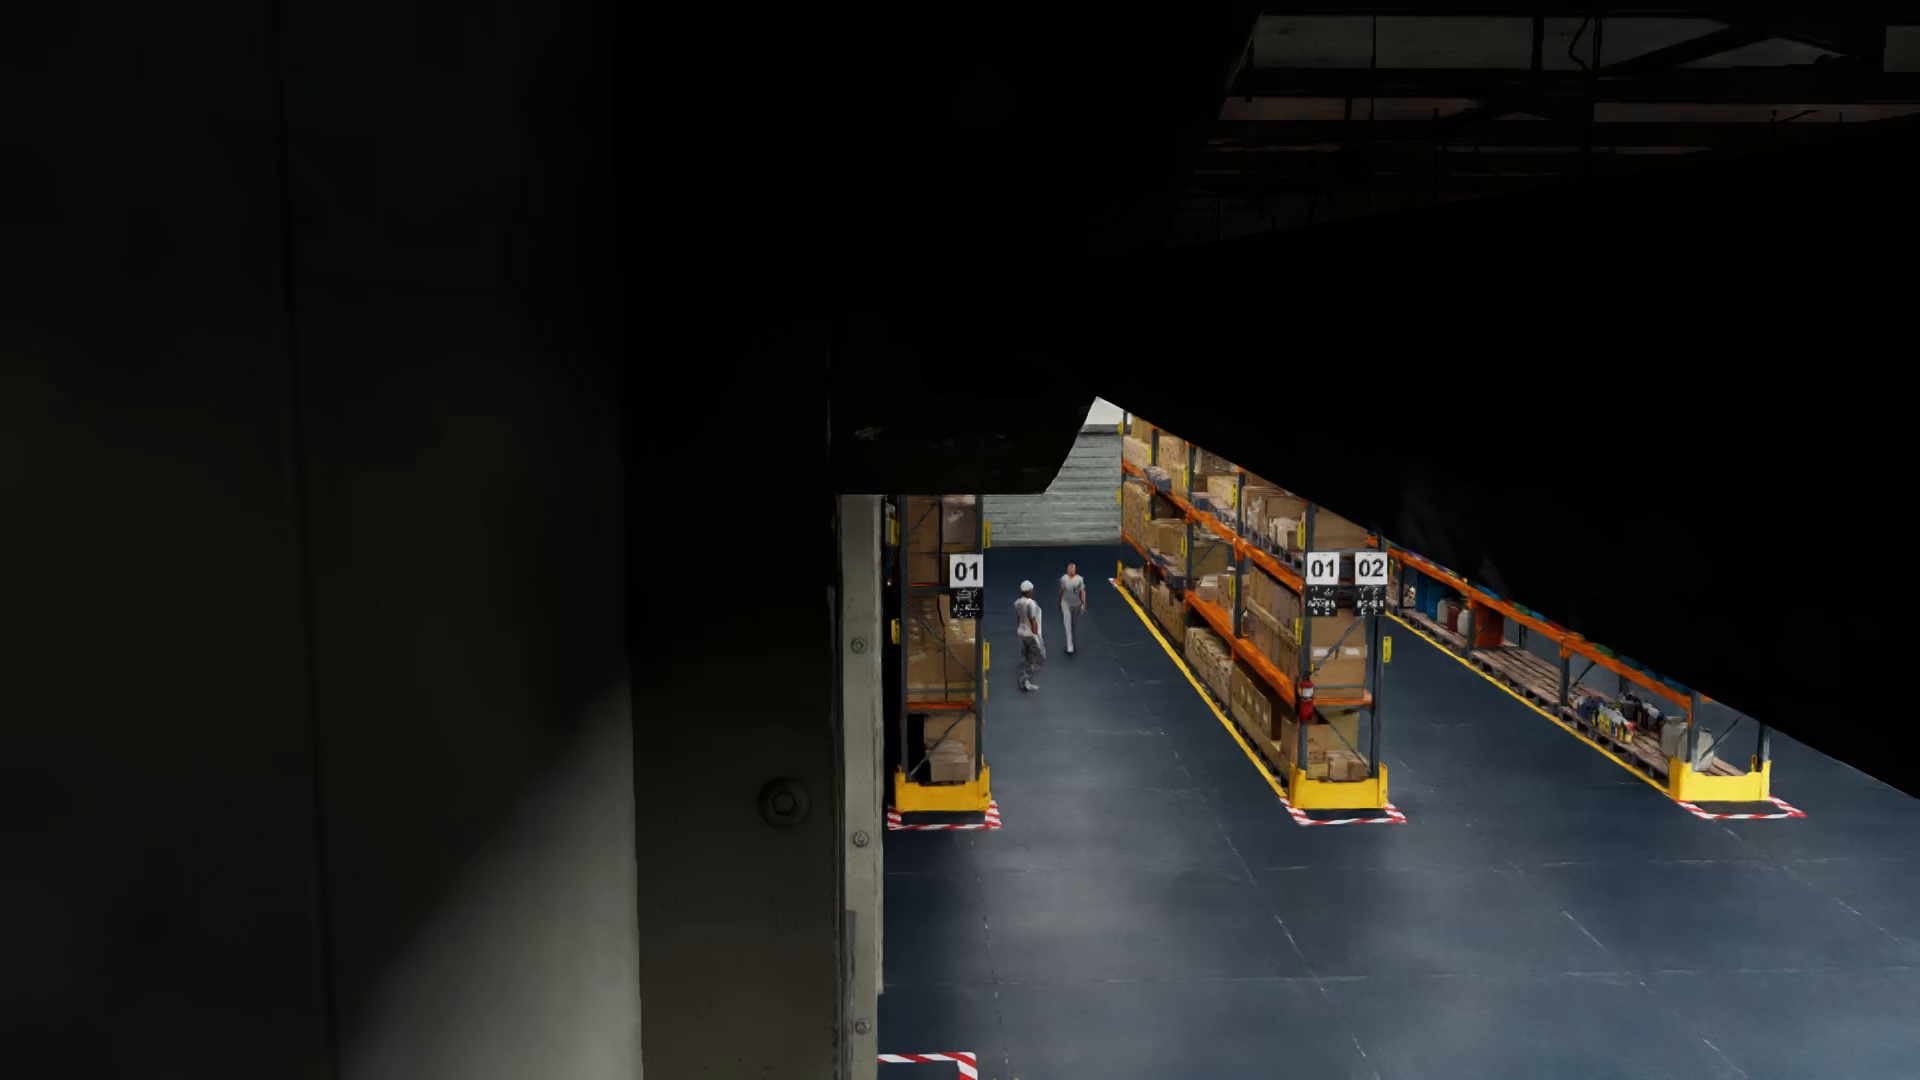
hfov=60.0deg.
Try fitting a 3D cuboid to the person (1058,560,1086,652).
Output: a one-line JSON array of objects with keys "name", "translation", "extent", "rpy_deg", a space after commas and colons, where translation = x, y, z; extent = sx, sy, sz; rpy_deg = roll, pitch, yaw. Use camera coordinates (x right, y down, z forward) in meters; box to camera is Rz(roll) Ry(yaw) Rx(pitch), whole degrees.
[{"name": "person", "translation": [2.009, 1.155, 29.731], "extent": [0.453, 1.612, 1.019], "rpy_deg": [-1, 8, -3]}]

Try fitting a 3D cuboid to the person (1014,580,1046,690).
[{"name": "person", "translation": [1.092, 1.533, 26.647], "extent": [0.444, 1.773, 0.604], "rpy_deg": [-4, 9, -27]}]
